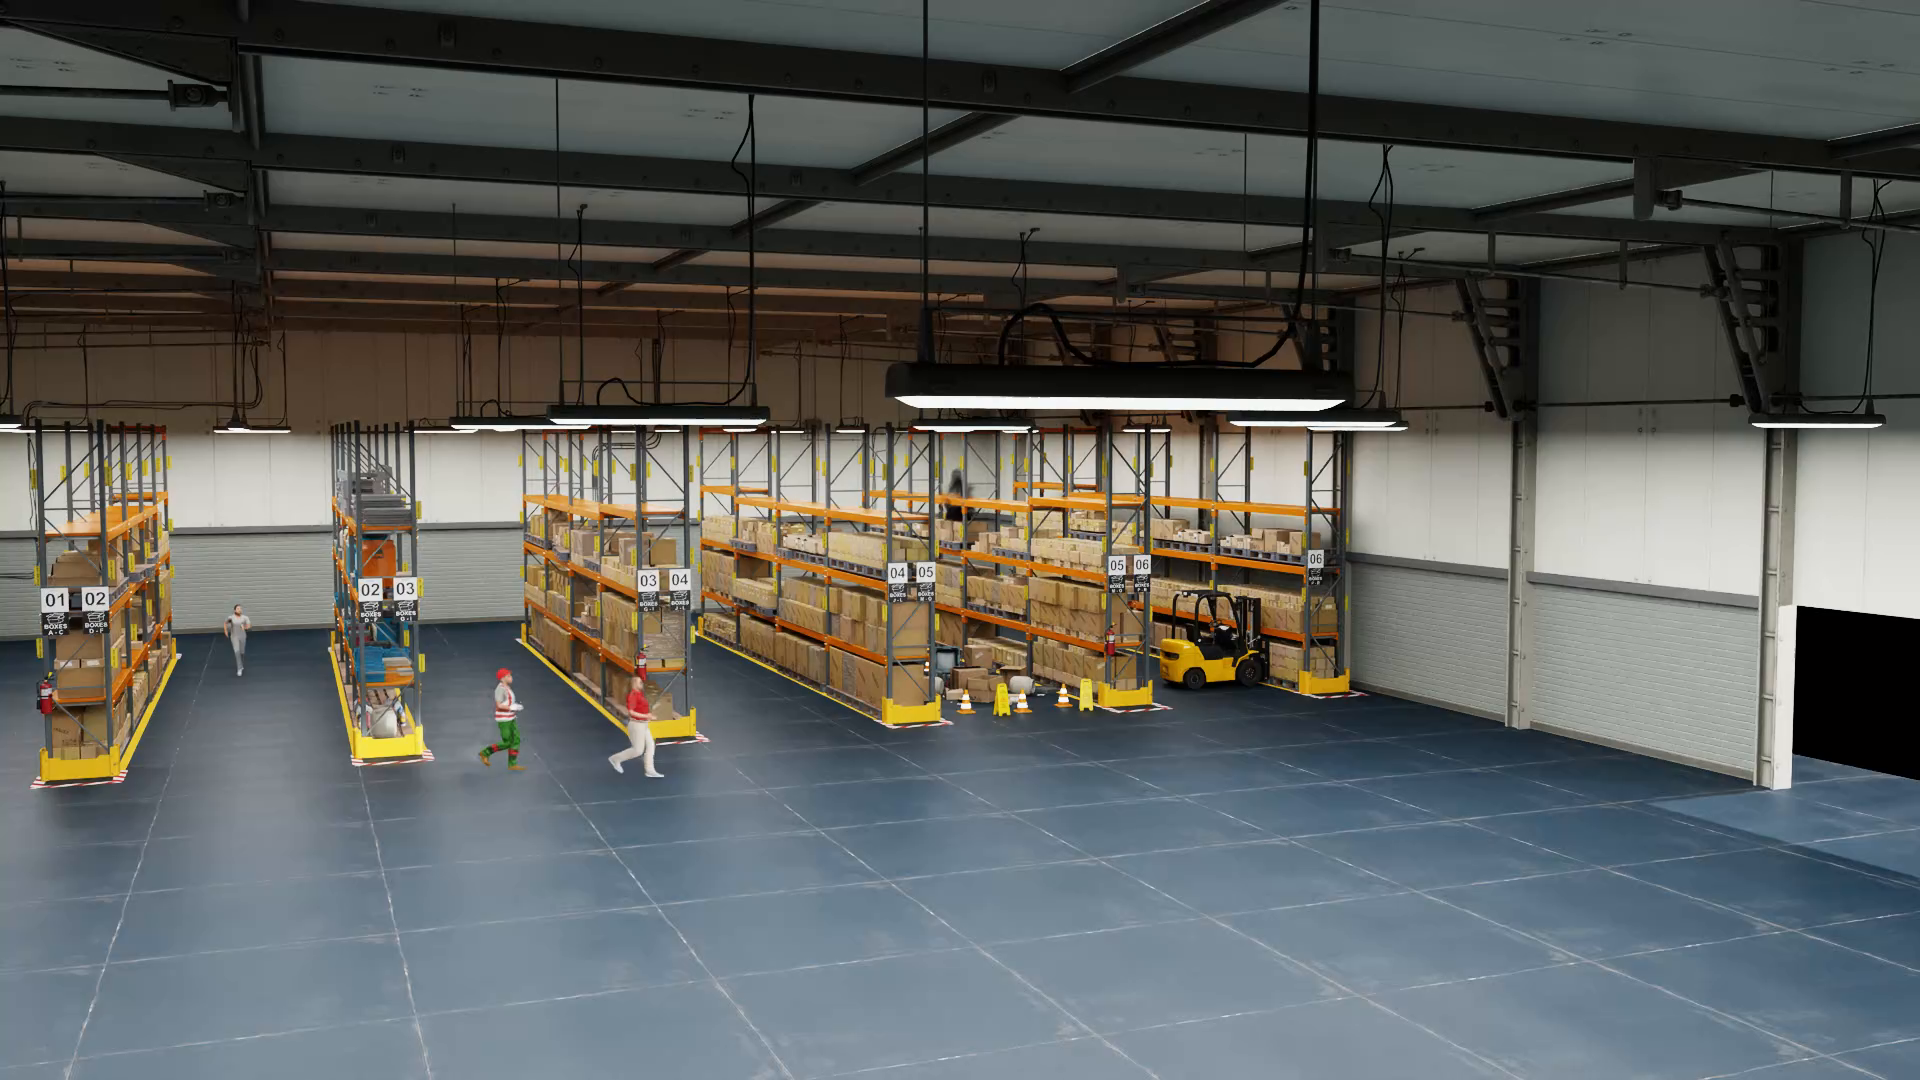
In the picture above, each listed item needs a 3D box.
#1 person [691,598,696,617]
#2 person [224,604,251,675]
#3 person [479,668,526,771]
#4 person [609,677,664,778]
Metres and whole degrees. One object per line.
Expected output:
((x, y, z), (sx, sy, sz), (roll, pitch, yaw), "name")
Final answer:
((-7.380, 2.111, 44.570), (0.579, 1.740, 0.708), (-1, 4, -19), "person")
((-17.349, 2.373, 39.986), (0.580, 1.650, 0.989), (-2, 4, -33), "person")
((-7.805, 3.066, 28.364), (0.782, 1.757, 0.663), (0, 4, -2), "person")
((-5.402, 3.137, 27.766), (0.901, 1.722, 0.663), (0, 4, 0), "person")
